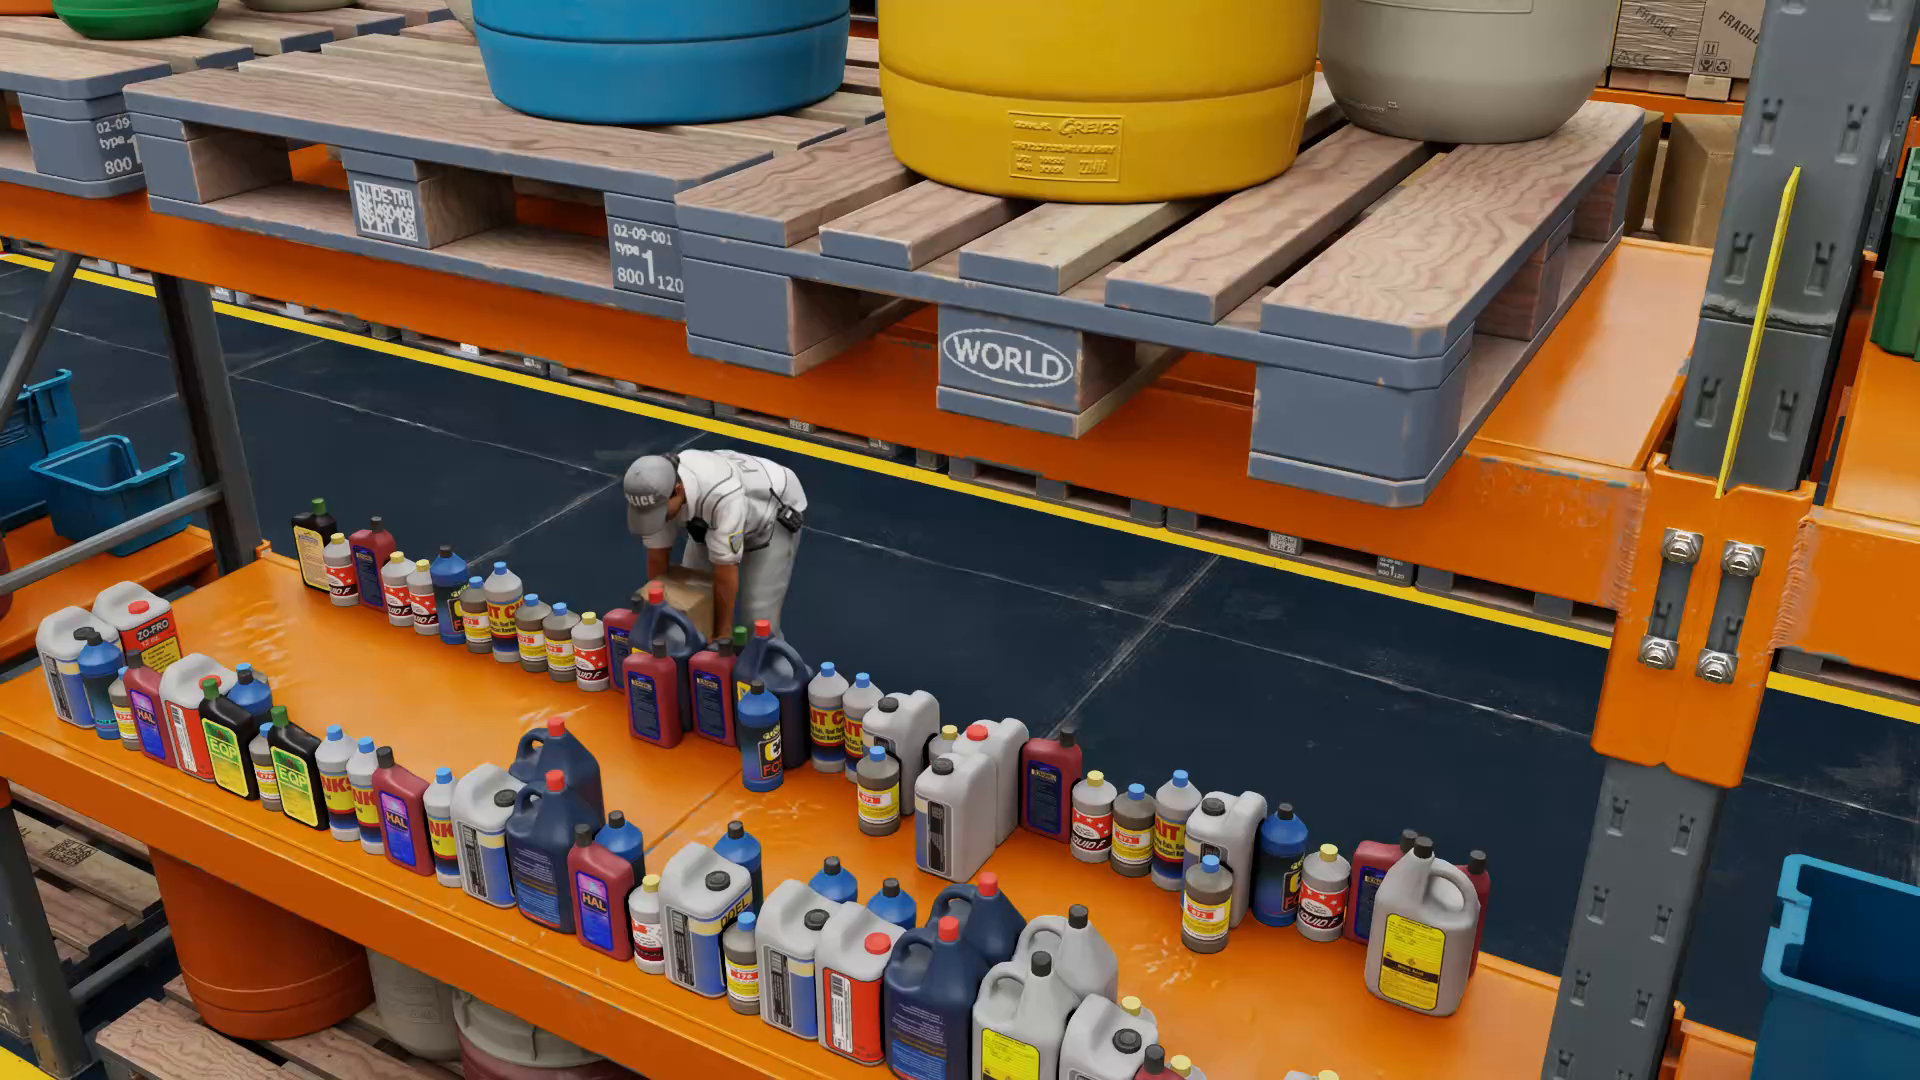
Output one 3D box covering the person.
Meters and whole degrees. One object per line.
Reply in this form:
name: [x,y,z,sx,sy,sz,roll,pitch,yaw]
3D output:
person: [-0.920,0.164,6.211,0.460,1.291,0.883,13,30,25]
